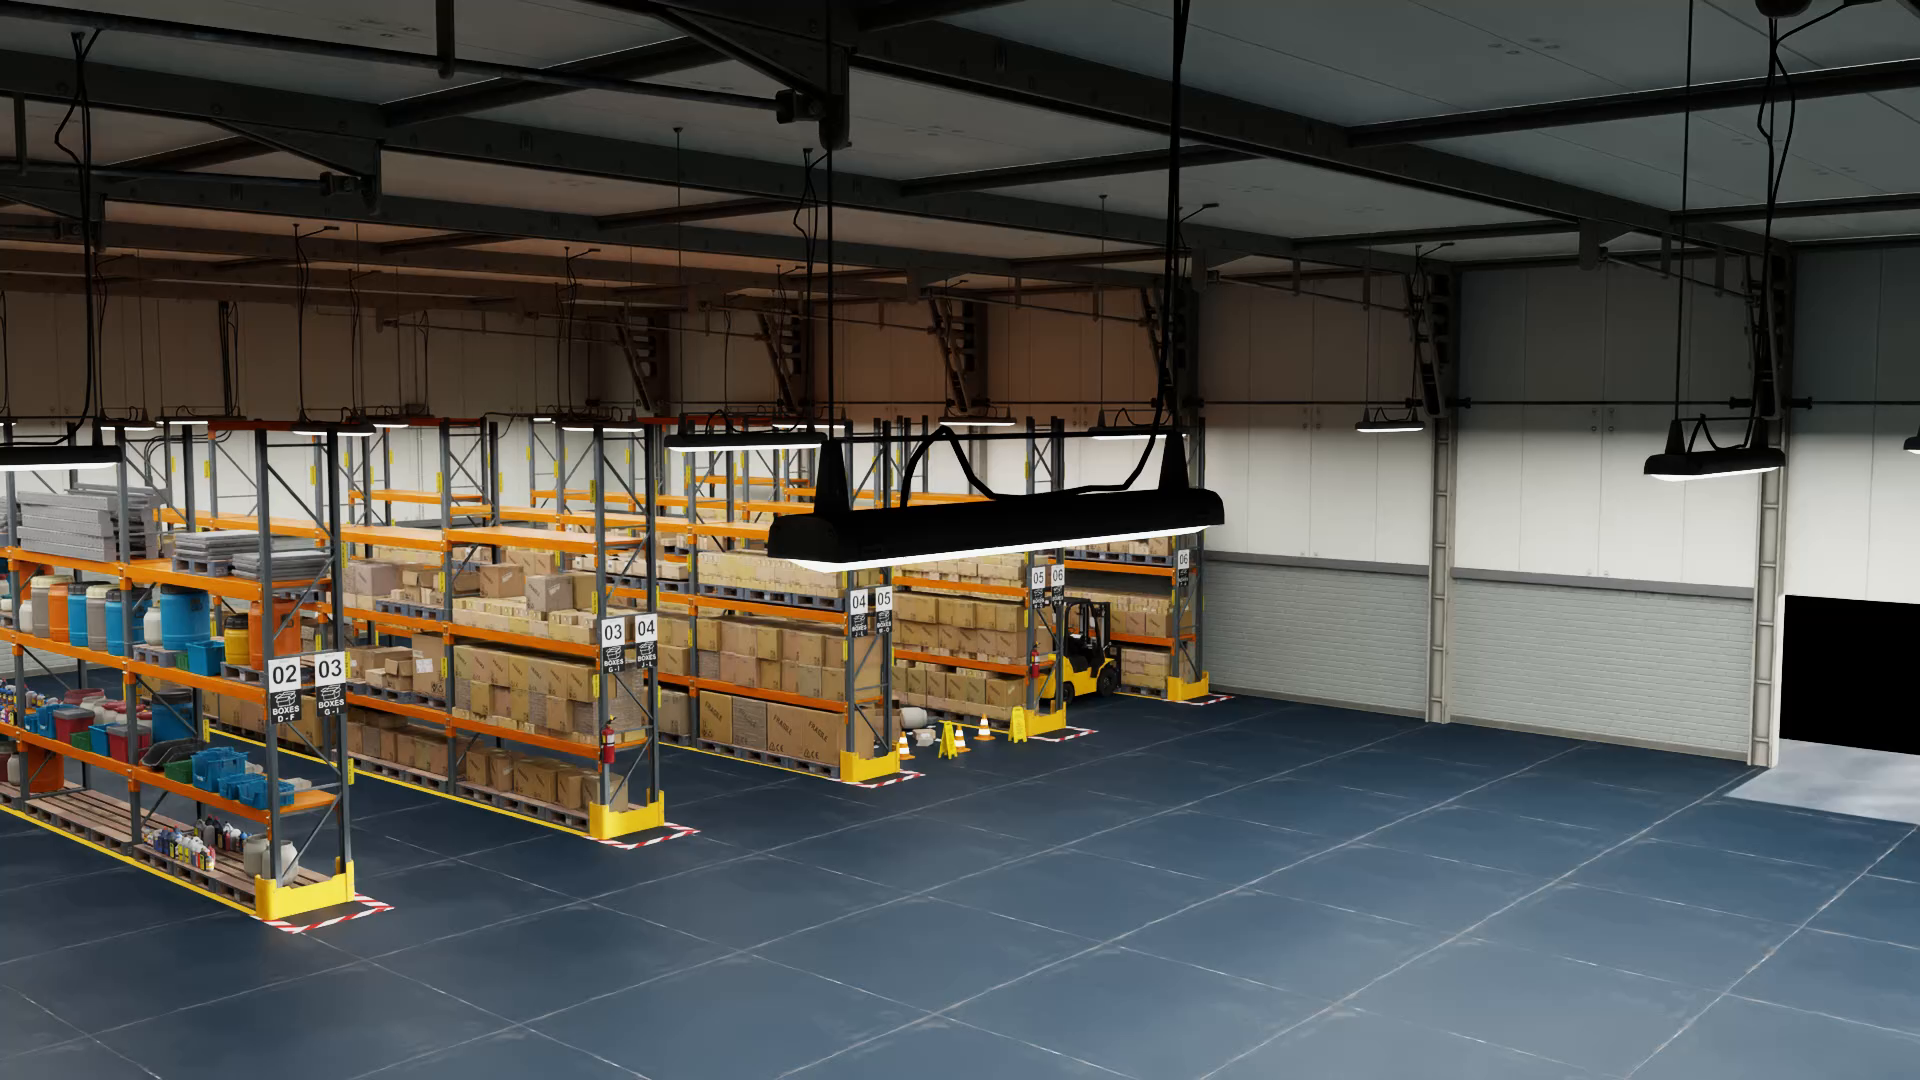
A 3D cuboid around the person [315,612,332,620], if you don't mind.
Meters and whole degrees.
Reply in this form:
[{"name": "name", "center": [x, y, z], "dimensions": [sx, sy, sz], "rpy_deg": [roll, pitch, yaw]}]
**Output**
[{"name": "person", "center": [-15.314, 2.106, 40.284], "dimensions": [0.543, 1.698, 1.094], "rpy_deg": [-1, 5, -14]}]
